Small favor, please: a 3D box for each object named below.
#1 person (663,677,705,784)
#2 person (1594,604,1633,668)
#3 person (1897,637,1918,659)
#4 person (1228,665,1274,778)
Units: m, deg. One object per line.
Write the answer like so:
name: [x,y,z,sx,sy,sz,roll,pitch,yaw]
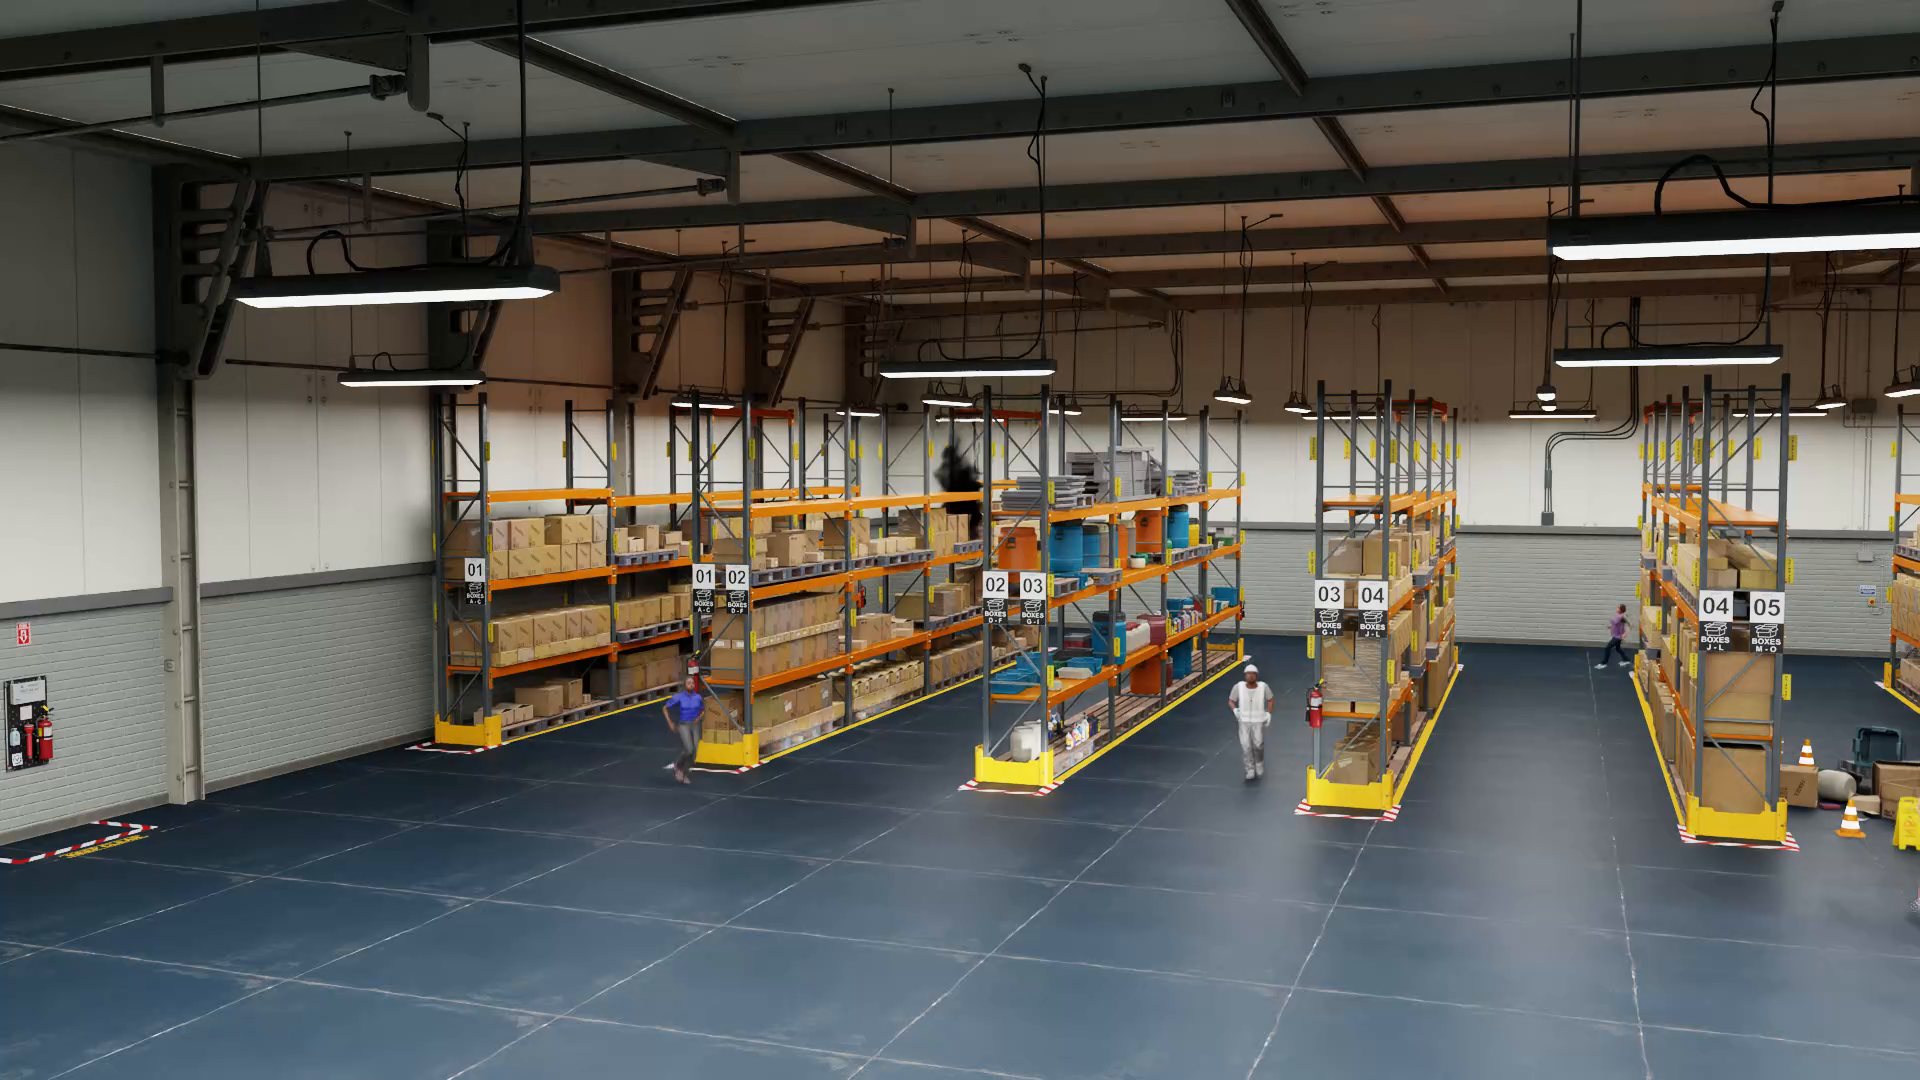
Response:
person: [-4.087,2.866,25.005,0.583,1.603,0.550,-3,4,-40]
person: [15.006,2.200,38.195,0.812,1.529,0.698,1,3,20]
person: [20.790,2.212,36.323,0.562,1.708,0.704,3,4,43]
person: [4.421,2.772,25.317,0.681,1.741,0.571,1,3,14]
